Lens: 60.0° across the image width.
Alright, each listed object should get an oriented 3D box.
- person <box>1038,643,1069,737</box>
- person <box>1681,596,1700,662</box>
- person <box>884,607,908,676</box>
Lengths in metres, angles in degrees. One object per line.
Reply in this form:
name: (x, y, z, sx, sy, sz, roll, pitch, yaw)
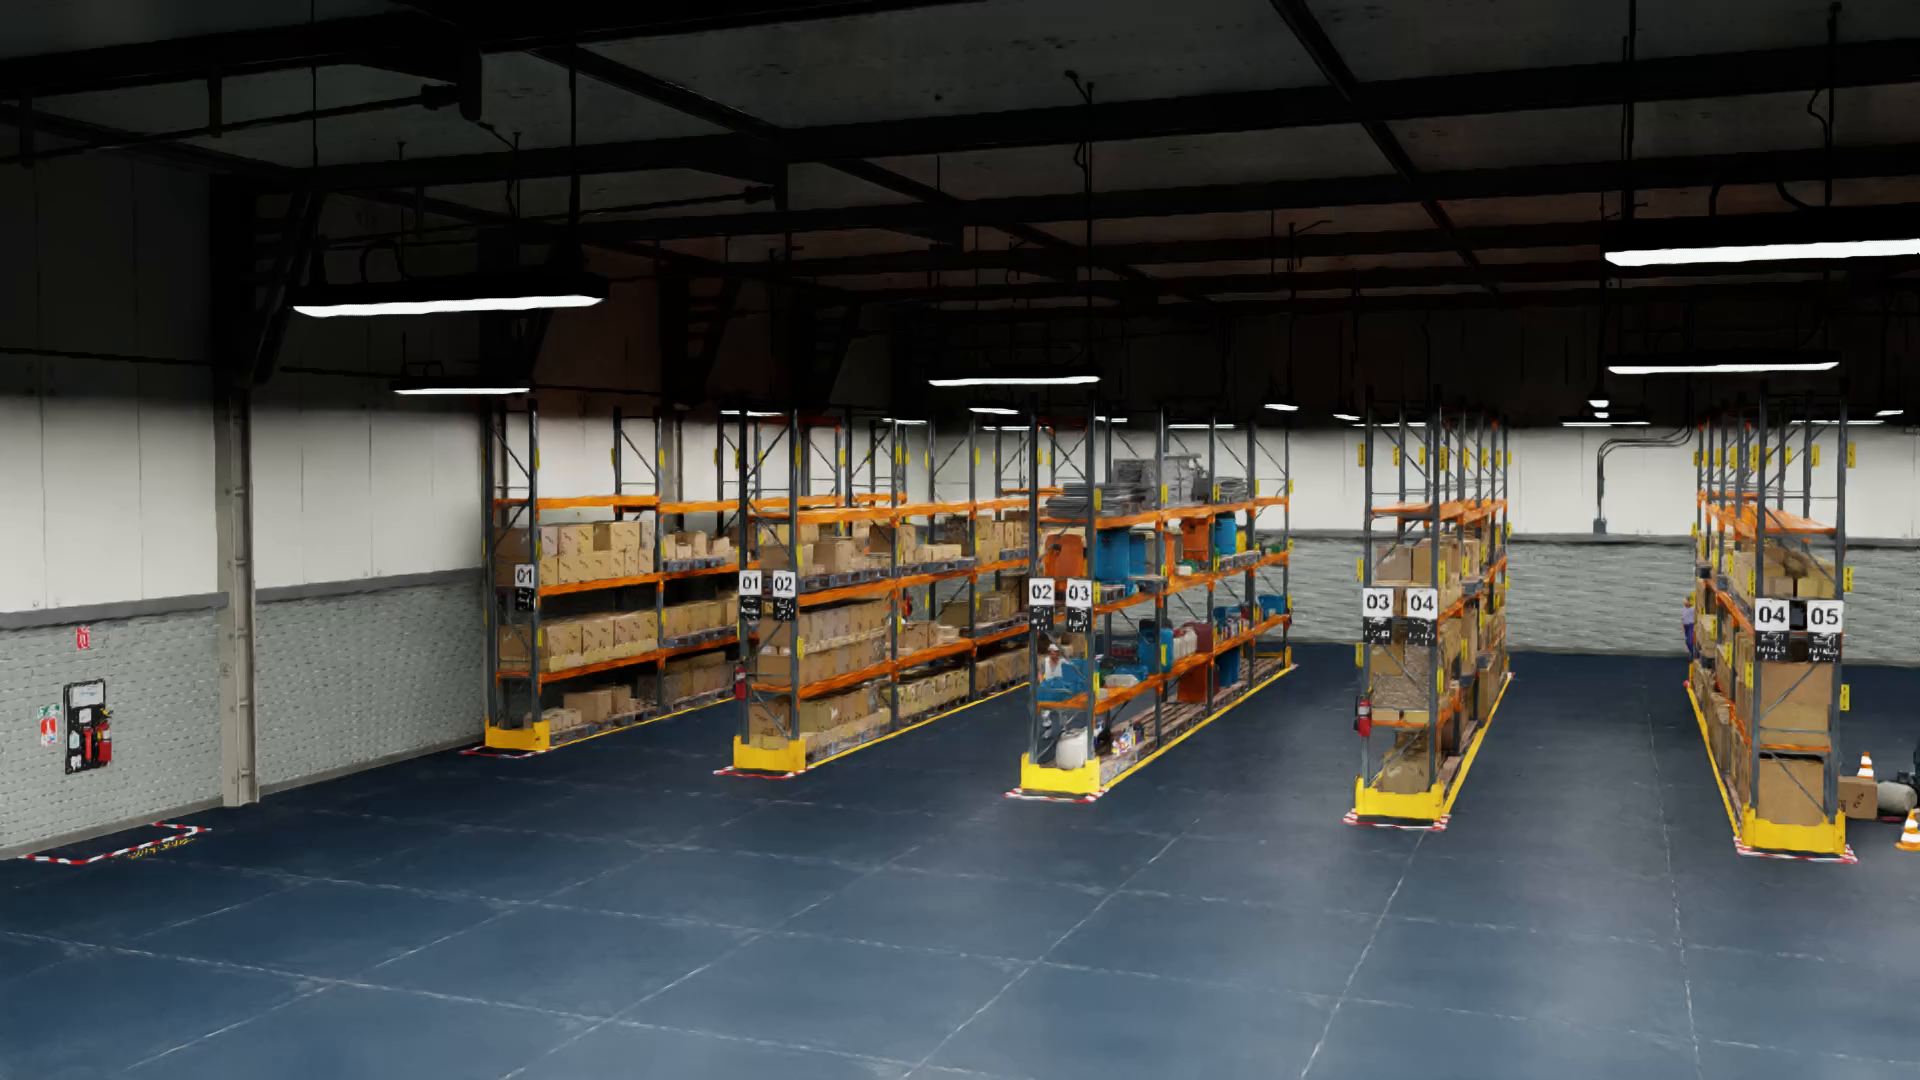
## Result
person: (1.692, 2.683, 29.528, 0.677, 1.742, 0.552, 1, 3, 20)
person: (17.868, 2.178, 40.561, 0.474, 1.636, 0.609, 0, 3, -10)
person: (-1.432, 2.303, 38.112, 0.463, 1.625, 0.989, 1, 3, 20)
